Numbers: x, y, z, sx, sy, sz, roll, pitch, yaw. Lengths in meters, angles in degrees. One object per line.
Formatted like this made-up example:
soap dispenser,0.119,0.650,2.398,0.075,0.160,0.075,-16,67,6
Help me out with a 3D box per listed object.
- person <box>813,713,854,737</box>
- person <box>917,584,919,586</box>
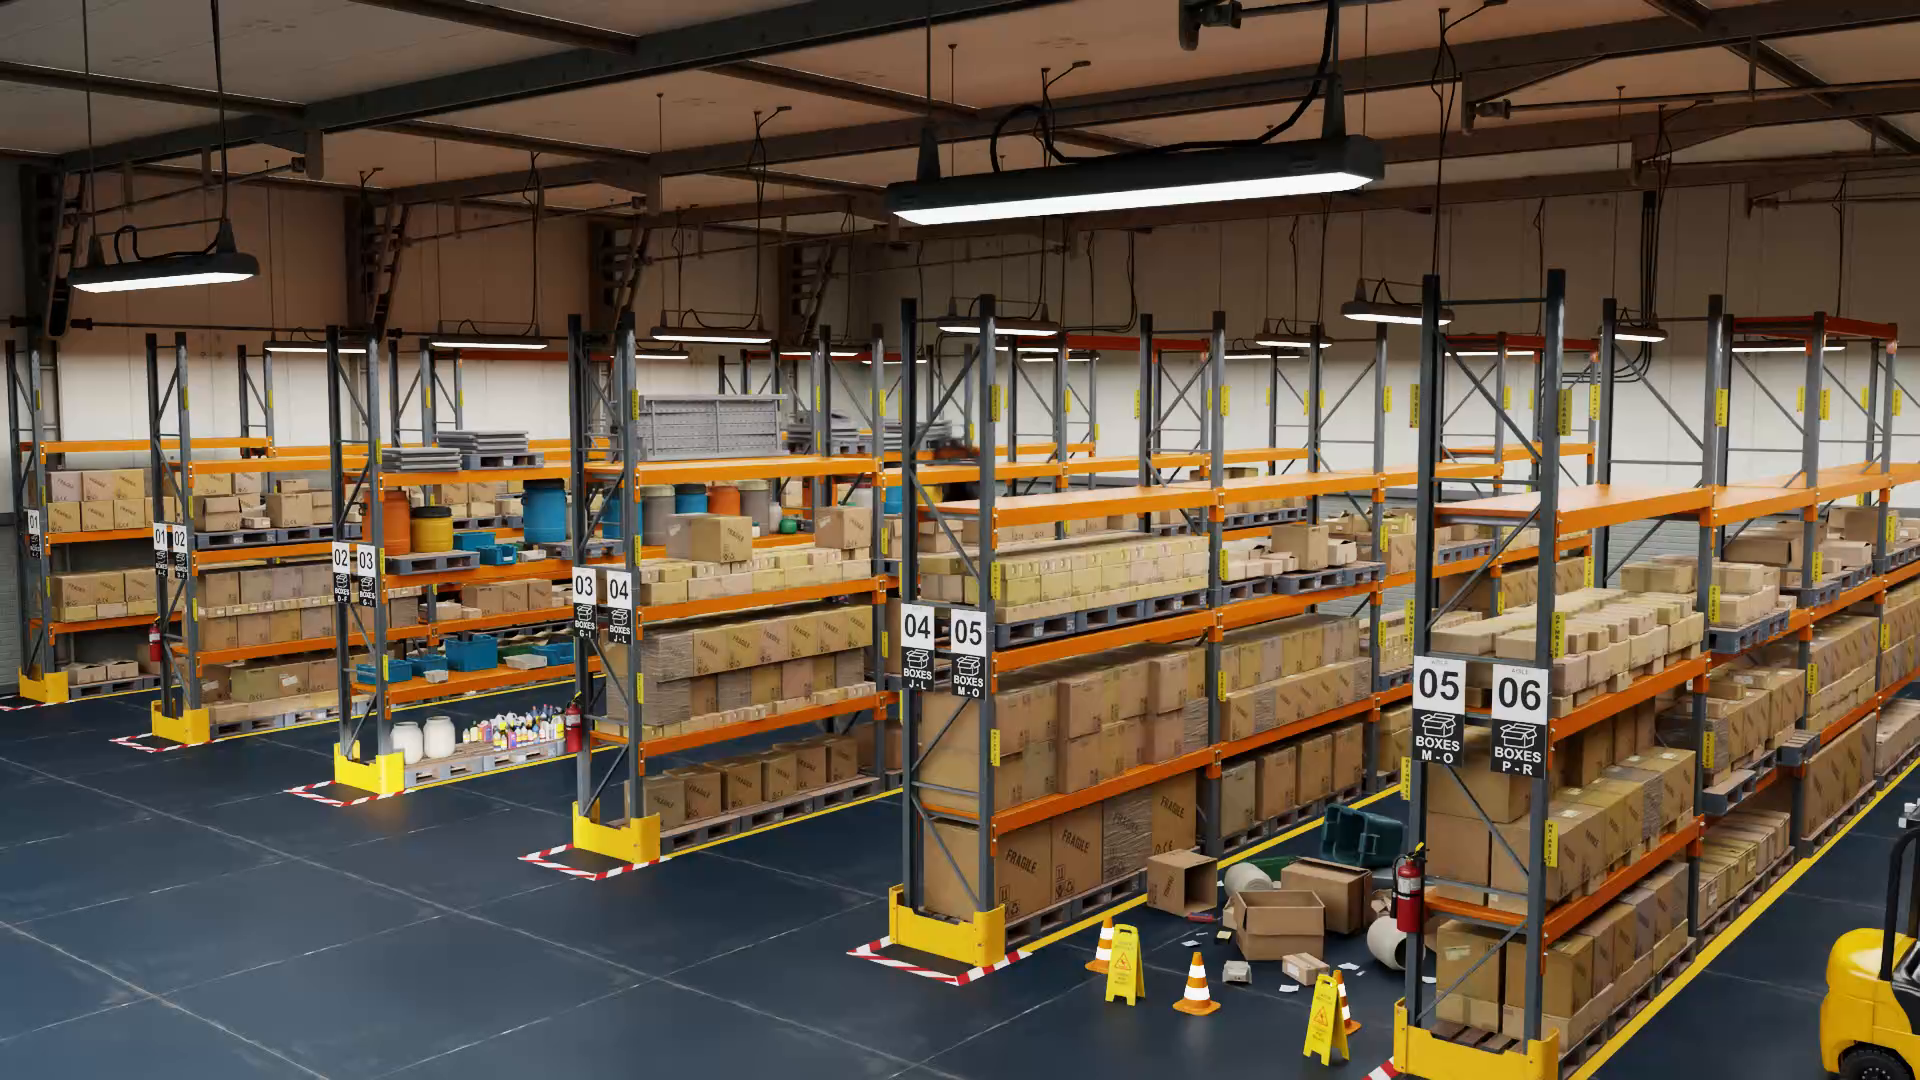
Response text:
person,-1.759,2.181,23.536,0.645,1.782,0.753,4,7,40
person,-0.855,1.129,35.151,0.655,1.785,0.691,3,6,29
